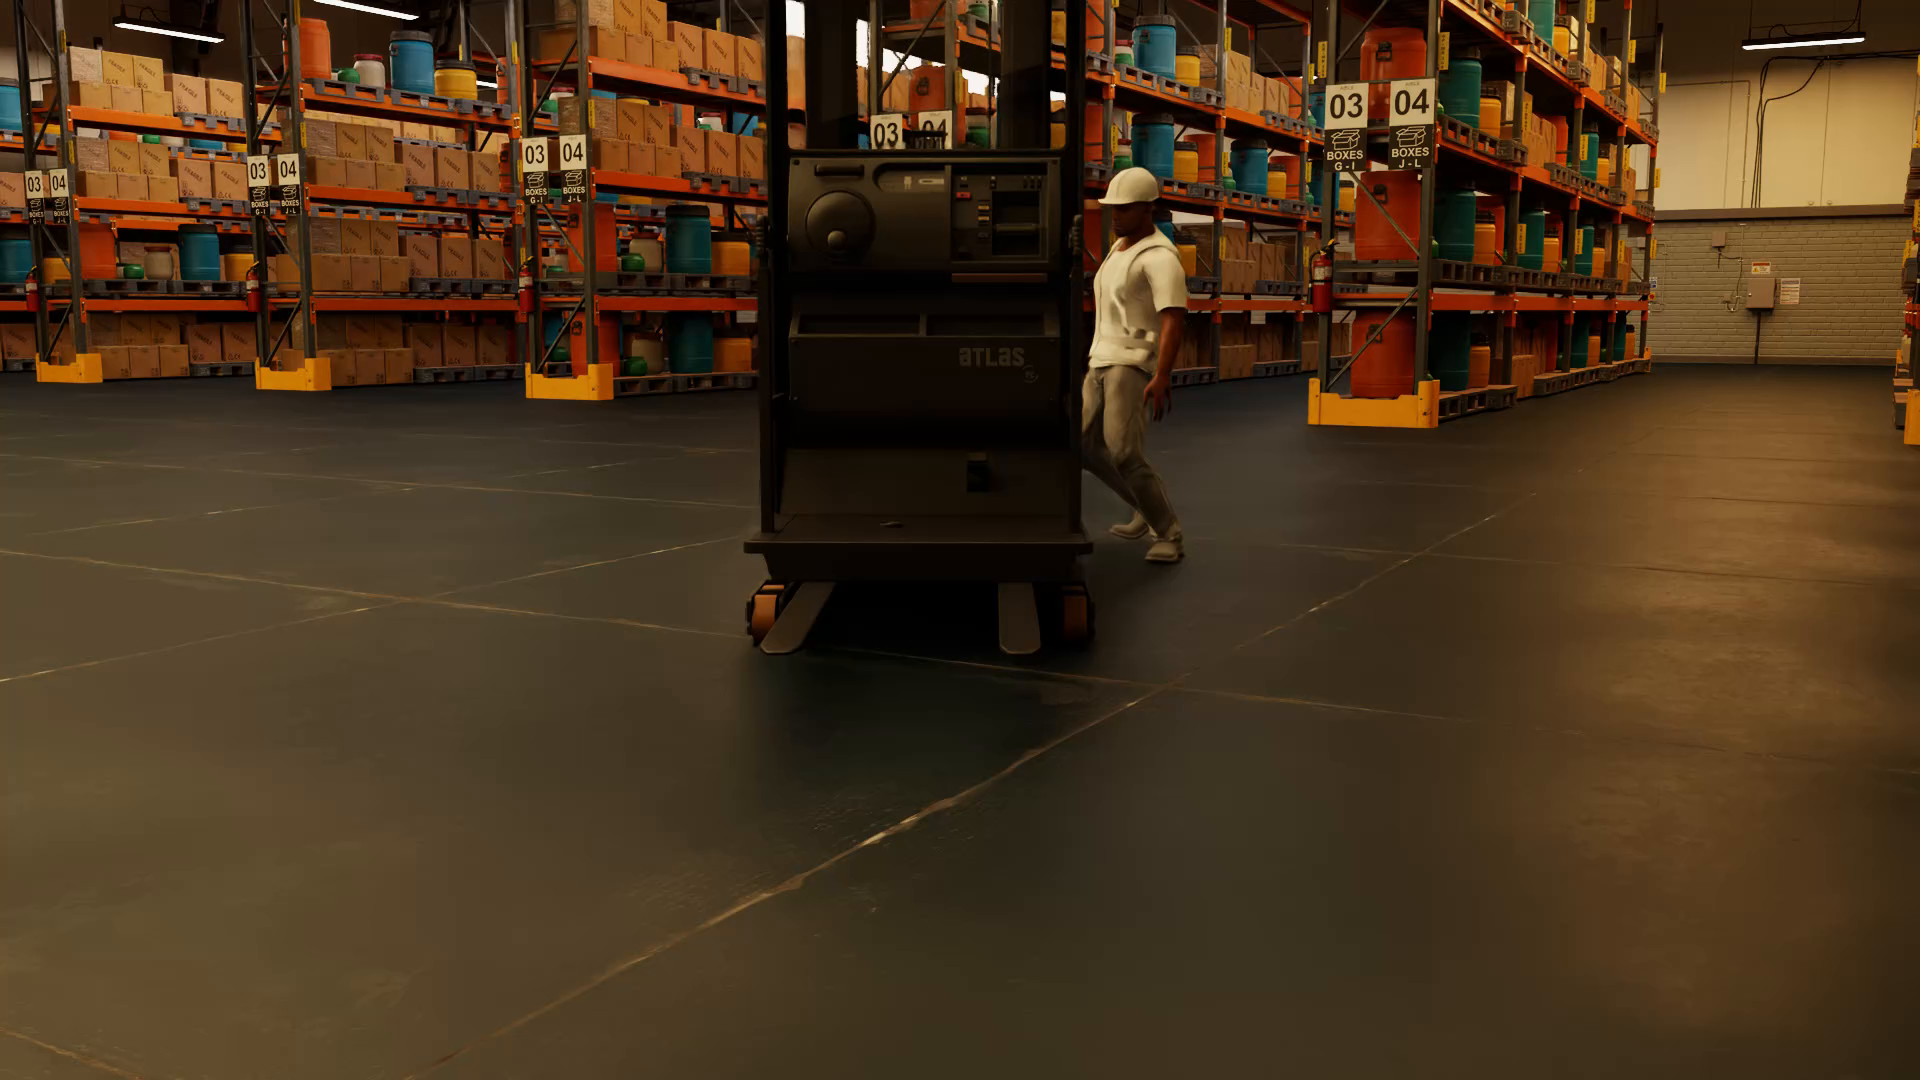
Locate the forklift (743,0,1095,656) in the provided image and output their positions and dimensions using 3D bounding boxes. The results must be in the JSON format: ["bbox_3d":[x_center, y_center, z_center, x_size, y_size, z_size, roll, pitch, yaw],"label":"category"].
[{"bbox_3d":[-0.122,-1.156,5.472,1.130,2.935,3.031,0,8,1],"label":"forklift"}]

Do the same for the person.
[{"bbox_3d":[0.778,-0.787,7.385,0.492,1.683,0.934,-2,8,-12],"label":"person"}]
